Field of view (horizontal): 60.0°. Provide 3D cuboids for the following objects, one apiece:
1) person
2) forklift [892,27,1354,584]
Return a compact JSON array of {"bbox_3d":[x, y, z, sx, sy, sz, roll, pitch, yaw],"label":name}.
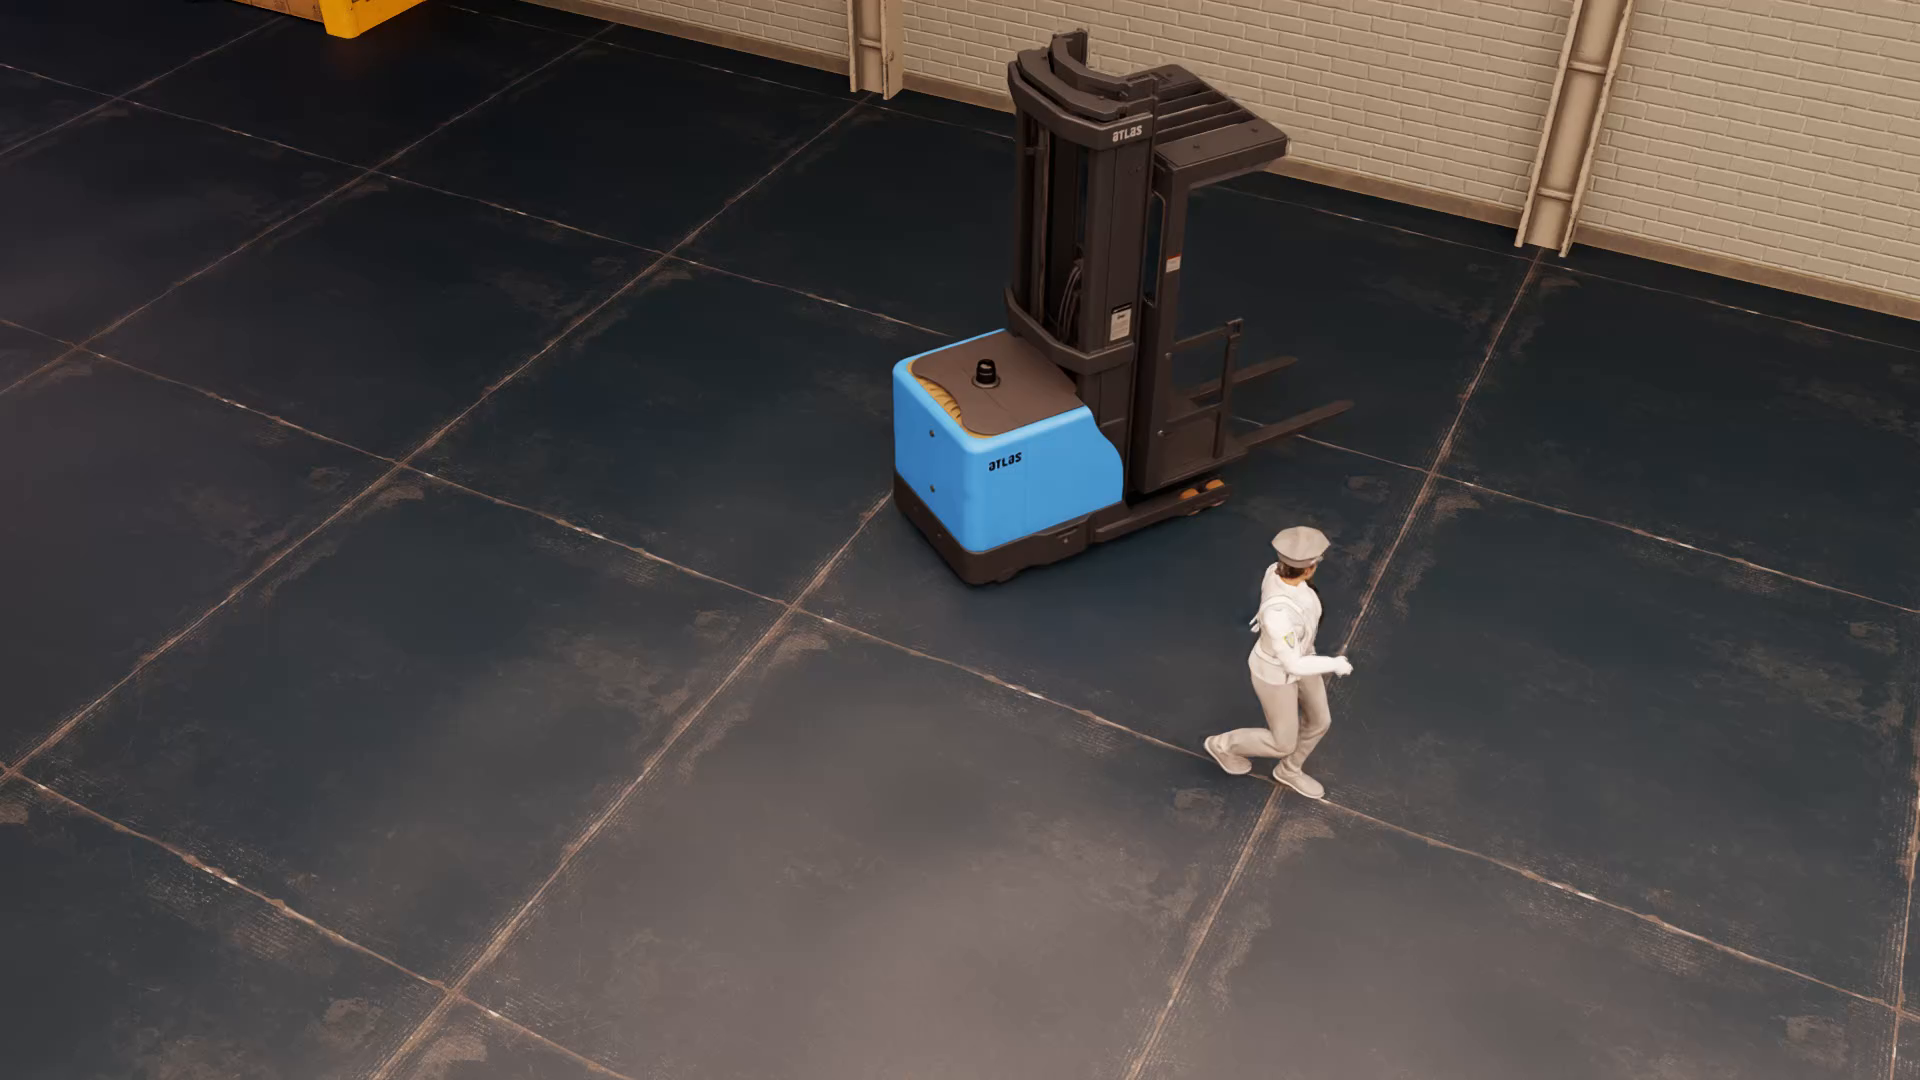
[{"bbox_3d":[1.636,0.618,8.299,0.634,1.605,0.587,23,45,25],"label":"person"},{"bbox_3d":[1.123,-1.551,9.828,3.031,2.935,1.130,-20,44,-22],"label":"forklift"}]
